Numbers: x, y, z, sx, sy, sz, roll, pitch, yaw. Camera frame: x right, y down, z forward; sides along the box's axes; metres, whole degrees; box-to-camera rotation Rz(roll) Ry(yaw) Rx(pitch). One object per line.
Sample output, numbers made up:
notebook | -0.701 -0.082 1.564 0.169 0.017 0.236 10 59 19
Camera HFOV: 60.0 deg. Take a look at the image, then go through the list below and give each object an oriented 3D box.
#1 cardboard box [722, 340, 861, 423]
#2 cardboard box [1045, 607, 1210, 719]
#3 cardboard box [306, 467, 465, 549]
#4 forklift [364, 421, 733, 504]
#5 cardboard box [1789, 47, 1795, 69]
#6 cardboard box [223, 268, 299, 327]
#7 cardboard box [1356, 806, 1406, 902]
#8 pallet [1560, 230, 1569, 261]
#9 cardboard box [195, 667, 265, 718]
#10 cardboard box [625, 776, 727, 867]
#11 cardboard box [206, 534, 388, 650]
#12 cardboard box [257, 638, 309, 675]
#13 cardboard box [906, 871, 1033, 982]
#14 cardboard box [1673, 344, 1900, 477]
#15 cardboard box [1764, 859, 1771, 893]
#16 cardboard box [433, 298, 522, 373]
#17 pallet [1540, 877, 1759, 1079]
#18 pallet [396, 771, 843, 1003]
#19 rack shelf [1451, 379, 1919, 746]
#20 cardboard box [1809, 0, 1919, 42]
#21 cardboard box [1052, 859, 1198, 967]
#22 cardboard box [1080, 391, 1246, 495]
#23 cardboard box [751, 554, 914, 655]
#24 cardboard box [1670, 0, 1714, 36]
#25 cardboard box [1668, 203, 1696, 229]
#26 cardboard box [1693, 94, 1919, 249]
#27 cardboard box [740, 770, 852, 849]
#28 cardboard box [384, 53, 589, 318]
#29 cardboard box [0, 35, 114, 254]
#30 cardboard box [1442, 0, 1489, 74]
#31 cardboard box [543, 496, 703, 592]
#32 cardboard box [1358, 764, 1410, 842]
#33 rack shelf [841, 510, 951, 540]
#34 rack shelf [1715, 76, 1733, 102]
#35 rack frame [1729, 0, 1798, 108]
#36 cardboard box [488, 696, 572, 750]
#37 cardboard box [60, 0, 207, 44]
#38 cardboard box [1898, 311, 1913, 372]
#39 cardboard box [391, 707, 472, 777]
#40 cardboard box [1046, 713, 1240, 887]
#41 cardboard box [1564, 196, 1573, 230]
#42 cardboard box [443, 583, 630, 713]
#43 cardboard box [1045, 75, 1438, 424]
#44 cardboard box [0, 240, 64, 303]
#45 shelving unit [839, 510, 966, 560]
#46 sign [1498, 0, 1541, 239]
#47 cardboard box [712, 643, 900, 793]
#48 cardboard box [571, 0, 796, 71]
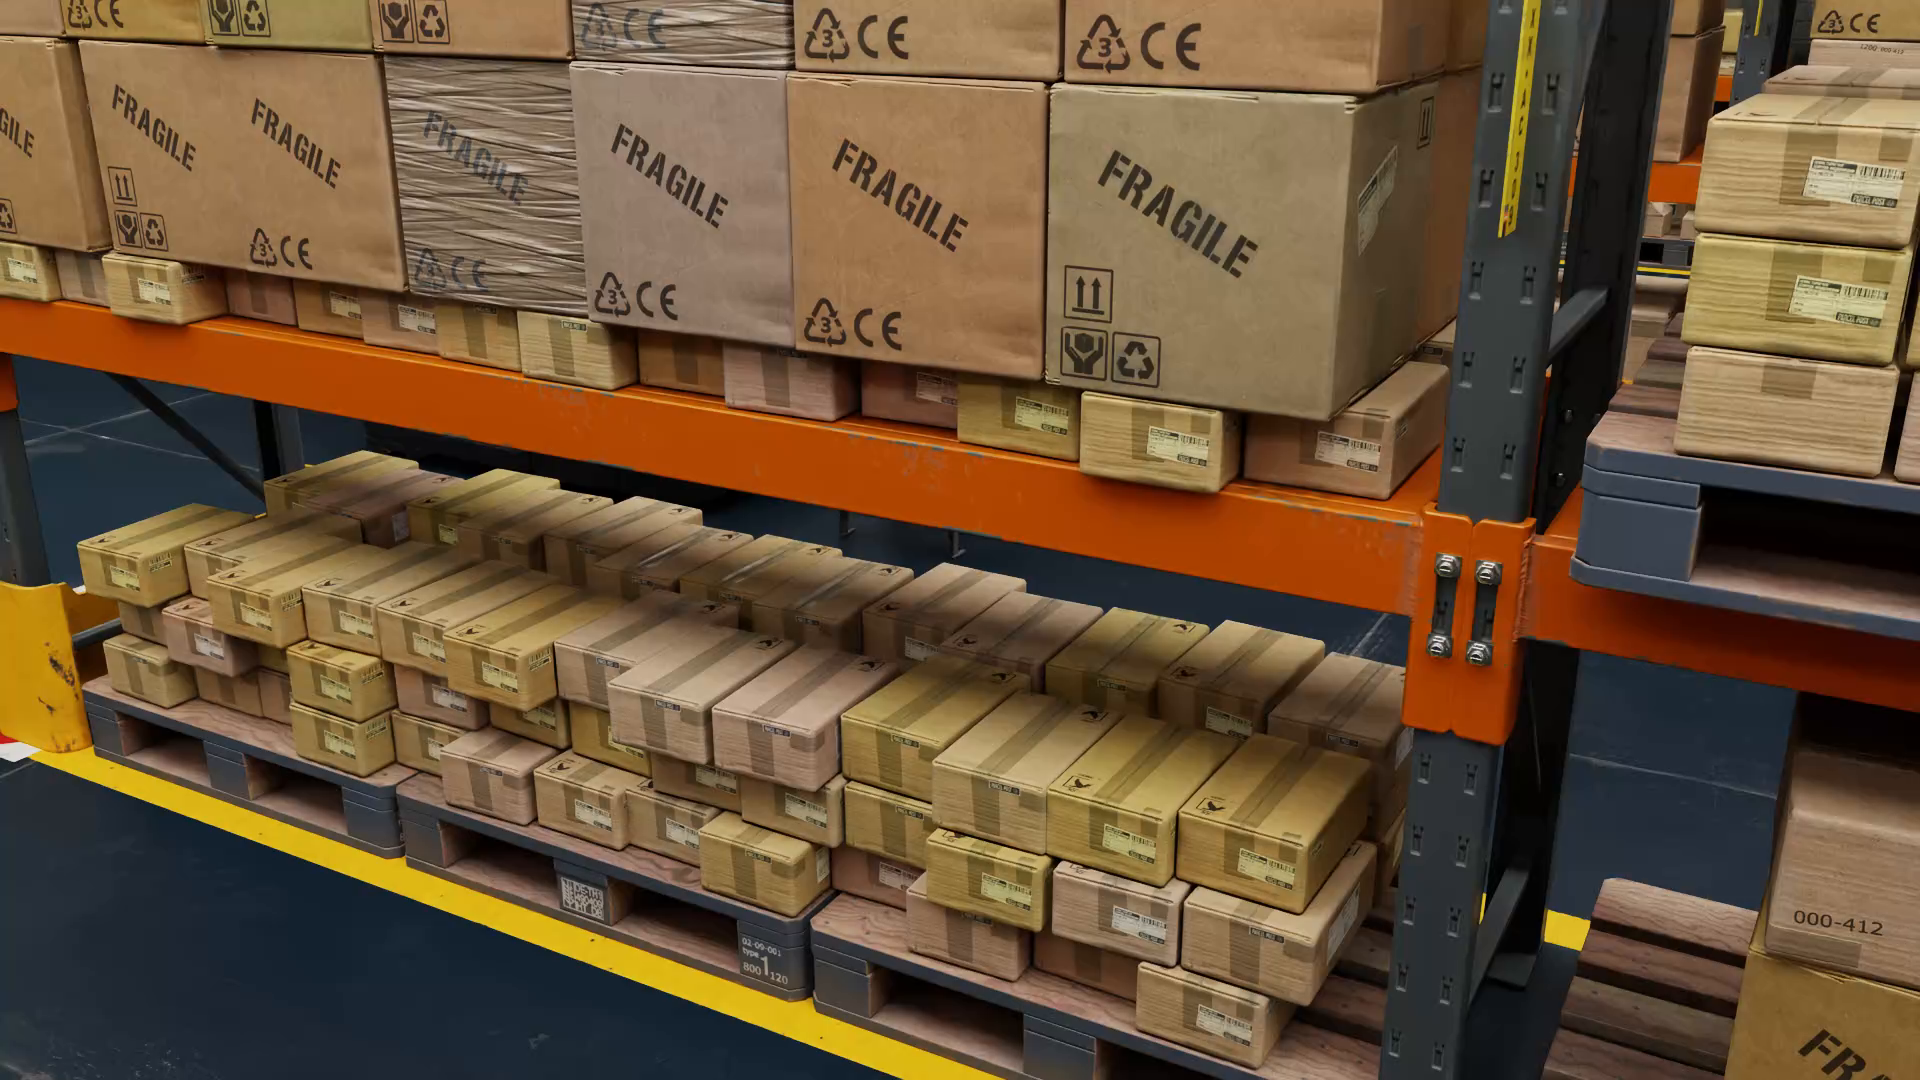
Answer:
cardboard box | -0.268 -0.367 3.346 0.250 0.149 0.380 10 22 25
cardboard box | 0.387 0.305 3.818 0.250 0.149 0.380 10 22 27
cardboard box | -1.672 -0.079 4.876 0.250 0.149 0.380 11 23 28
forklift | -2.049 -1.864 7.204 3.031 2.935 1.130 12 23 30
cardboard box | 5.626 -3.336 11.532 0.250 0.149 0.380 11 23 27
cardboard box | -1.582 -0.651 4.129 0.250 0.149 0.380 12 23 30
cardboard box | 0.882 0.638 3.771 0.250 0.149 0.380 10 22 25
pallet | 4.118 -2.323 12.460 1.213 0.211 1.003 11 23 27
cardboard box | -1.879 0.331 4.619 0.250 0.149 0.380 11 23 27
cardboard box | -0.564 0.595 3.890 0.250 0.149 0.380 11 23 28
cardboard box | -1.701 0.128 4.306 0.250 0.149 0.380 11 23 27
cardboard box | -1.649 0.230 4.461 0.250 0.149 0.380 11 23 28
cardboard box | 0.086 0.738 3.497 0.250 0.149 0.380 10 22 26
cardboard box | 1.163 -0.225 2.339 0.250 0.149 0.380 10 22 25
cardboard box | 1.812 0.678 3.148 0.500 0.500 0.500 10 22 26
cardboard box | -0.939 -0.500 3.712 0.250 0.149 0.380 12 23 29
pallet | 1.723 1.092 3.046 1.213 0.211 1.003 11 23 27
pallet | -0.630 0.659 4.239 1.213 0.211 1.003 11 23 27
rack shelf | 2.789 0.323 2.132 4.000 0.370 1.077 11 23 27
cardboard box | 3.613 -2.197 6.410 0.500 0.500 0.500 11 23 28
cardboard box | 0.371 0.656 3.287 0.250 0.149 0.380 10 22 25
cardboard box | 0.401 -0.218 2.937 0.250 0.149 0.380 10 22 26
cardboard box | -0.312 0.181 4.159 0.250 0.149 0.380 10 22 25
cardboard box | 2.822 -2.352 6.837 0.500 0.500 0.500 11 22 27
cardboard box | 5.325 -2.431 11.994 0.500 0.311 0.500 12 23 29
cardboard box | 1.163 -0.505 2.238 0.250 0.149 0.380 12 23 30
cardboard box | -0.275 0.509 3.692 0.250 0.149 0.380 11 23 29
cardboard box | -0.843 -0.794 3.572 0.500 0.500 0.500 10 22 26
cardboard box | -2.192 -1.043 4.260 0.500 0.500 0.500 12 23 30
cardboard box | 0.768 -1.153 3.095 0.500 0.500 0.500 11 23 29
cardboard box | -0.927 0.016 4.613 0.250 0.149 0.380 12 23 29
cardboard box | 0.883 0.499 3.719 0.250 0.149 0.380 12 23 30
rack shelf | -0.145 -0.344 6.326 0.480 0.518 0.431 11 23 27
rack shelf | 4.040 -3.311 12.150 4.000 0.370 1.077 11 23 27
rack frame | 3.369 -1.839 7.035 0.127 3.000 1.000 11 23 27
cardboard box | -0.943 0.353 4.121 0.250 0.149 0.380 12 23 30
cardboard box | -1.743 -1.435 3.872 0.500 0.500 0.500 12 23 29
cardboard box | 1.713 -0.377 2.759 0.250 0.149 0.380 11 23 28
cardboard box | -1.220 0.459 4.265 0.250 0.149 0.380 11 23 27
cardboard box | 0.363 0.503 3.273 0.250 0.149 0.380 11 23 28
cardboard box | 4.415 -2.548 12.041 0.500 0.500 0.700 10 22 25
cardboard box | -0.999 0.251 3.967 0.250 0.149 0.380 11 23 28
cardboard box | 0.483 -0.531 2.848 0.500 0.500 0.500 11 23 27
cardboard box | -2.326 -0.744 4.385 0.250 0.149 0.380 11 22 27
shelving unit | -0.145 -1.015 6.083 0.503 2.100 0.431 11 23 27
sign | 0.785 -0.592 2.330 0.005 0.325 0.100 11 23 27
cardboard box | -0.328 0.379 3.613 0.250 0.149 0.380 10 22 25
cardboard box | -0.393 -1.176 3.160 0.500 0.500 0.500 11 23 29
